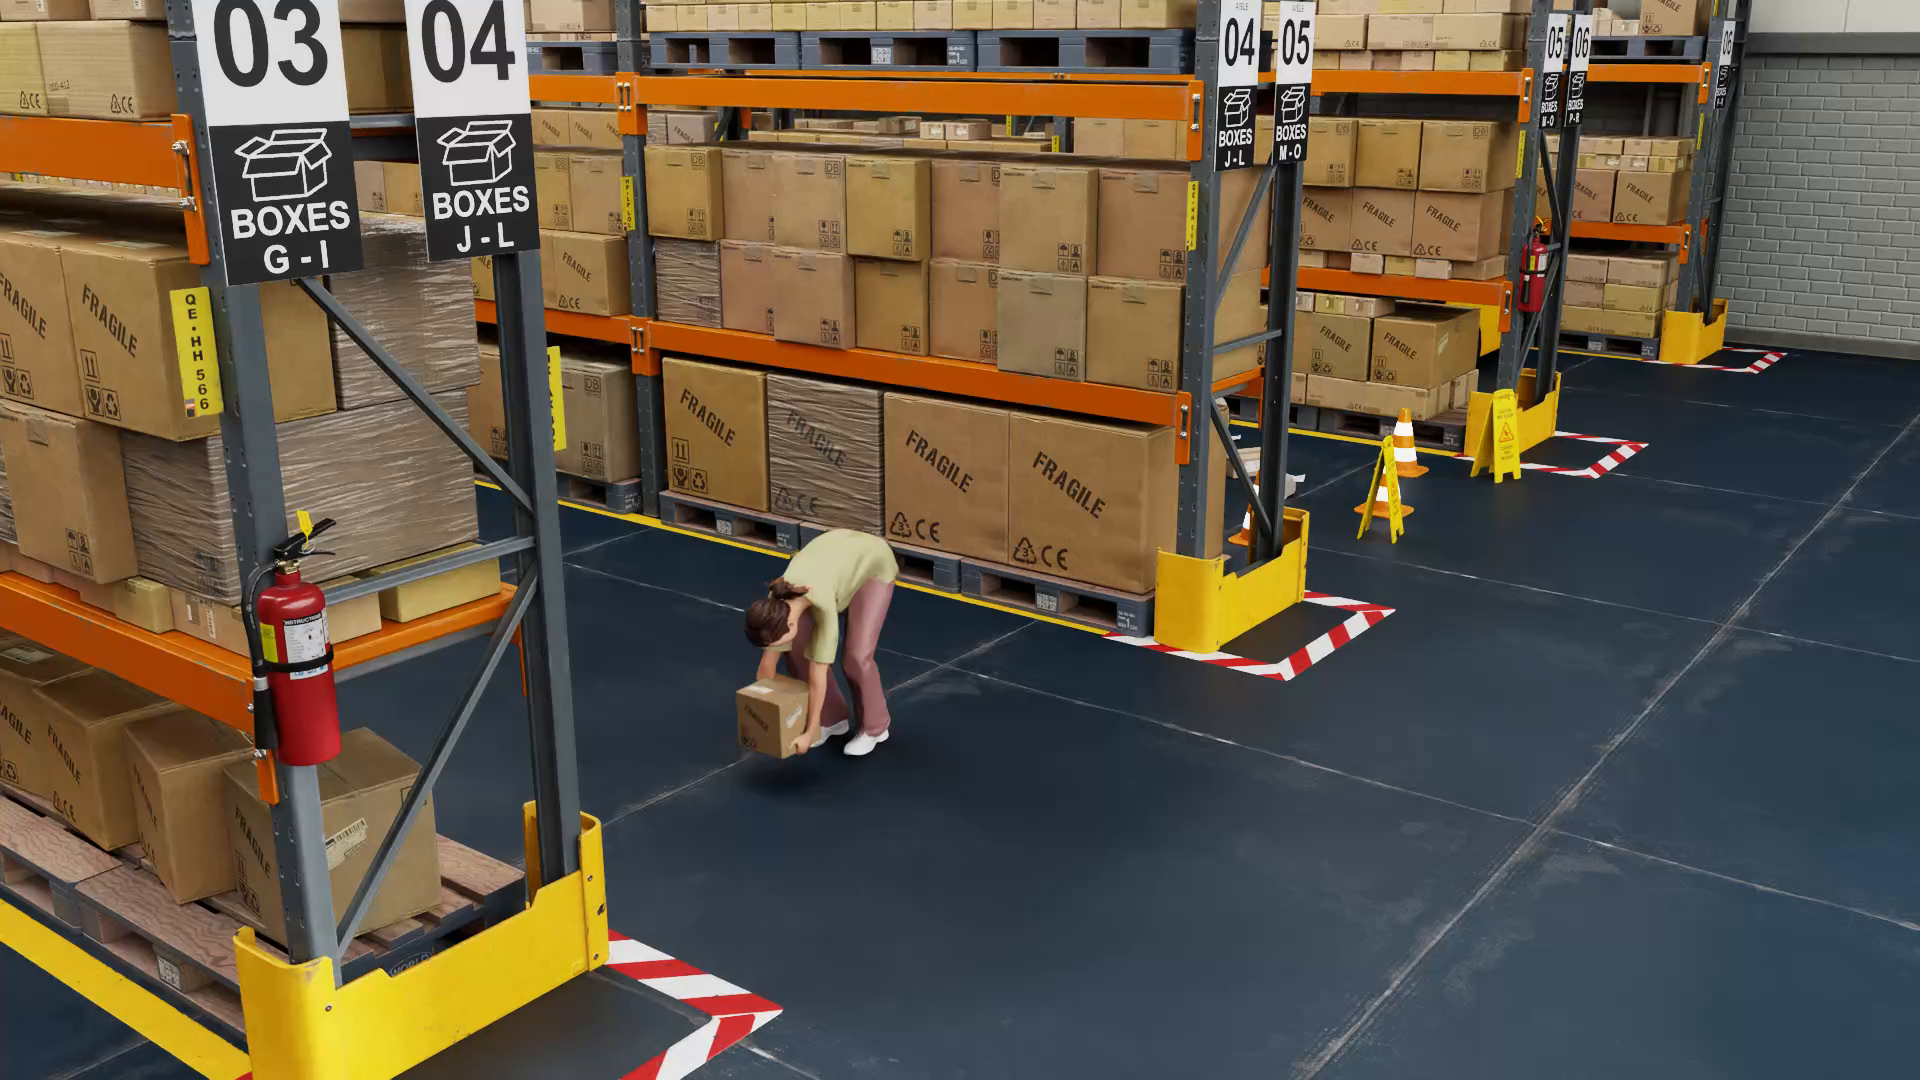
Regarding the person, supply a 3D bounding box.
[{"bbox_3d":[-0.602,0.508,7.184,0.451,0.904,0.856,11,20,32],"label":"person"}]
